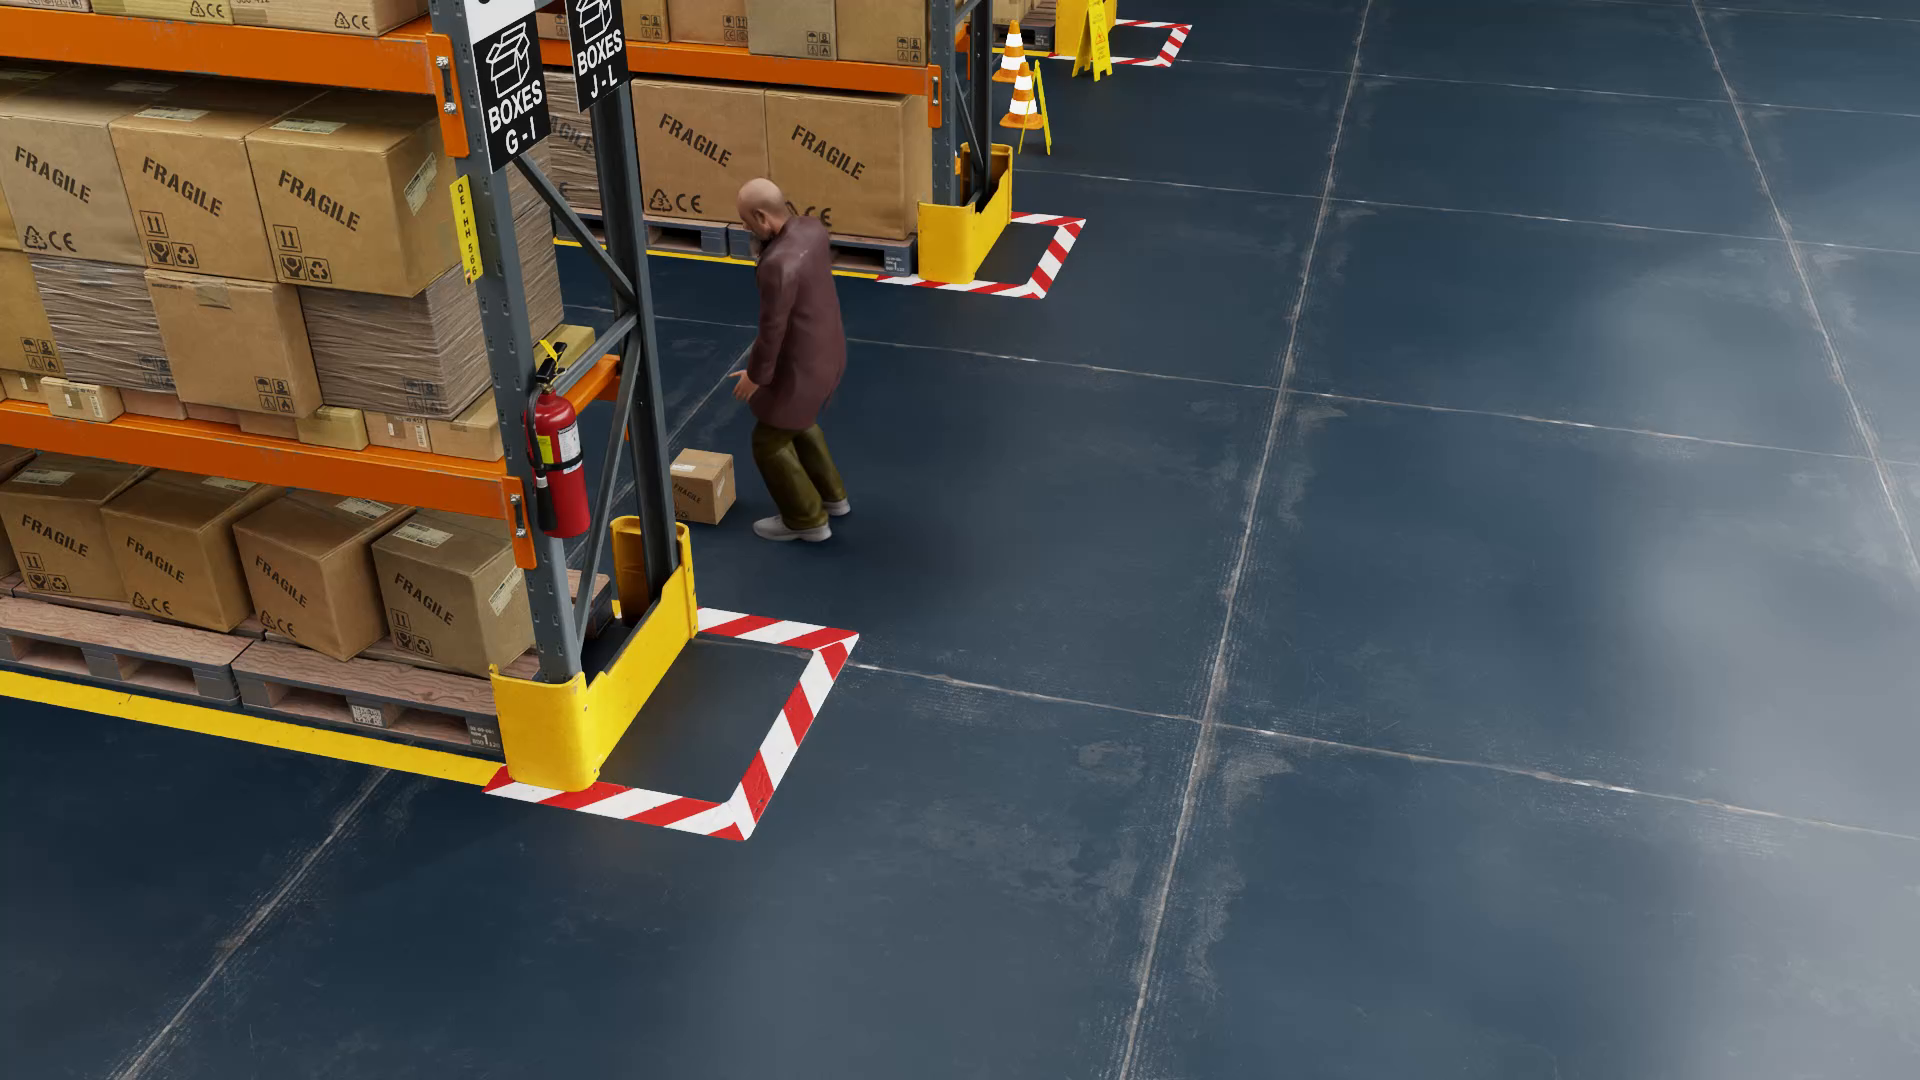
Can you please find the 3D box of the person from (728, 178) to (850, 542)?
[{"bbox_3d":[-0.753,-0.792,7.469,0.448,1.715,0.590,9,33,13],"label":"person"}]
